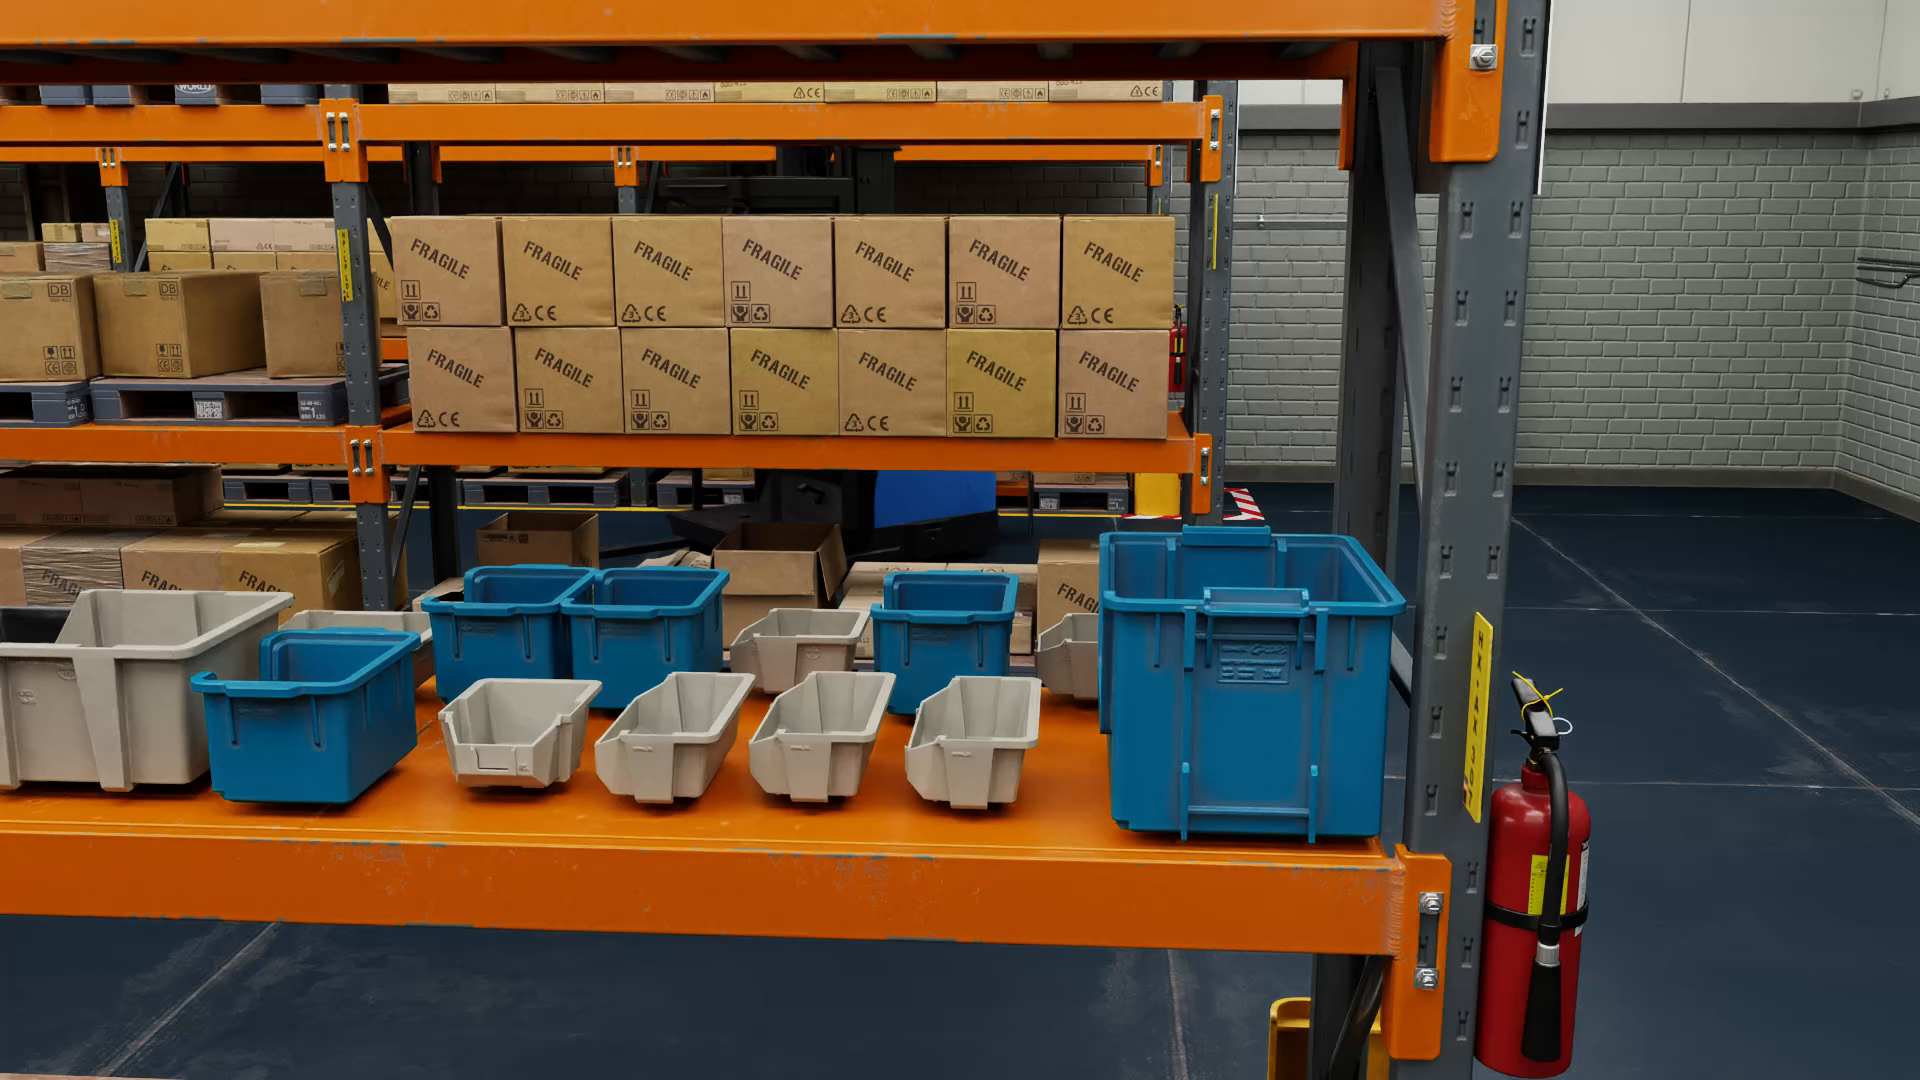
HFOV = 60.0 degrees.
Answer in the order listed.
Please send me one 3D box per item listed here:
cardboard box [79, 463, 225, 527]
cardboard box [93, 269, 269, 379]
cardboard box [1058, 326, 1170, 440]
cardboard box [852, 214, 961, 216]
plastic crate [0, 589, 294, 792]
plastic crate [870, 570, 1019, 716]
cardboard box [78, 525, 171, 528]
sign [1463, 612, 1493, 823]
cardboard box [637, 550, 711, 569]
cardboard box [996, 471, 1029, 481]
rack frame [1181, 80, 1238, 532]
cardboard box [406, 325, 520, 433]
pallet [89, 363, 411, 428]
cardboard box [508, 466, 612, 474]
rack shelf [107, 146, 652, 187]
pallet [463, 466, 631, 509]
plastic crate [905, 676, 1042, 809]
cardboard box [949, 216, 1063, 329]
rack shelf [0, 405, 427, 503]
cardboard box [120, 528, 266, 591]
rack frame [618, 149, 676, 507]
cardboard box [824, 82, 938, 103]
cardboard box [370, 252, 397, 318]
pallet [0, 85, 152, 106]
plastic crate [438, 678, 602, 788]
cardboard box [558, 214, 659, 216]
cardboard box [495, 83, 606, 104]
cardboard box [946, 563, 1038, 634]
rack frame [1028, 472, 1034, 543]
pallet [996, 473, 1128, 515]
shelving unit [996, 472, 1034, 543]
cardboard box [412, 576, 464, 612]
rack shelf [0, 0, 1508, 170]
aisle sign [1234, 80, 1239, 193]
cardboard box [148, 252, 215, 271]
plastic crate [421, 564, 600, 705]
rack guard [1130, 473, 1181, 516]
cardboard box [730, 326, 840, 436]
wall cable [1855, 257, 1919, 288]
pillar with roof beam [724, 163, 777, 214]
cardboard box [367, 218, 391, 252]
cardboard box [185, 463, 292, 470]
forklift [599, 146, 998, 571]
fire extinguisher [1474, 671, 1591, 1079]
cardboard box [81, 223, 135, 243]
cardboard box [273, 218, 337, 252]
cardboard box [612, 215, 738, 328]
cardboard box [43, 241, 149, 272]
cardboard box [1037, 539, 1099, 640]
[{"bbox_3d":[-4.266,-0.243,8.801,0.500,0.250,0.500,1,12,4],"label":"cardboard box"},{"bbox_3d":[-3.950,-1.117,8.511,0.500,0.500,0.700,3,12,13],"label":"cardboard box"},{"bbox_3d":[0.724,-0.758,7.823,0.500,0.500,0.500,1,12,5],"label":"cardboard box"},{"bbox_3d":[-0.257,-1.371,8.309,0.500,0.500,0.500,1,12,5],"label":"cardboard box"},{"bbox_3d":[-1.626,0.285,3.221,0.530,0.282,0.437,1,12,4],"label":"plastic crate"},{"bbox_3d":[-0.027,0.226,3.625,0.300,0.233,0.416,1,12,4],"label":"plastic crate"},{"bbox_3d":[-4.300,0.125,8.876,0.500,0.500,0.500,1,12,4],"label":"cardboard box"},{"bbox_3d":[0.833,0.286,2.678,0.005,0.325,0.100,1,12,4],"label":"sign"},{"bbox_3d":[-1.467,0.247,8.753,0.500,0.311,0.500,1,12,4],"label":"cardboard box"},{"bbox_3d":[0.312,-0.749,13.102,0.500,0.500,0.700,1,12,4],"label":"cardboard box"},{"bbox_3d":[1.189,-0.759,8.070,0.127,3.000,1.000,1,12,4],"label":"rack frame"},{"bbox_3d":[-2.312,-0.800,8.022,0.500,0.500,0.500,1,12,5],"label":"cardboard box"},{"bbox_3d":[-3.592,-0.753,8.510,1.213,0.211,1.003,1,12,4],"label":"pallet"},{"bbox_3d":[-3.132,-0.961,13.263,0.750,0.750,0.750,1,12,4],"label":"cardboard box"},{"bbox_3d":[-4.471,-2.969,13.067,4.000,0.370,1.077,1,12,4],"label":"rack shelf"},{"bbox_3d":[-3.250,-0.456,13.432,1.213,0.211,1.003,1,12,4],"label":"pallet"},{"bbox_3d":[0.028,0.378,3.130,0.243,0.136,0.396,1,12,4],"label":"plastic crate"},{"bbox_3d":[0.222,-1.254,7.750,0.500,0.500,0.500,1,12,5],"label":"cardboard box"},{"bbox_3d":[-4.798,-0.489,8.536,4.000,0.370,1.077,1,12,4],"label":"rack shelf"},{"bbox_3d":[-3.807,0.238,8.336,0.500,0.500,0.500,1,12,4],"label":"cardboard box"},{"bbox_3d":[-2.475,-1.826,13.170,0.127,3.000,1.000,1,12,4],"label":"rack frame"},{"bbox_3d":[-0.339,-2.120,7.618,0.500,0.250,0.500,1,12,4],"label":"cardboard box"},{"bbox_3d":[-4.462,-2.004,13.004,0.500,0.500,0.500,1,12,5],"label":"cardboard box"},{"bbox_3d":[-4.483,-2.227,8.220,1.003,0.211,1.213,1,12,4],"label":"pallet"},{"bbox_3d":[-0.836,0.372,3.159,0.250,0.136,0.298,1,12,4],"label":"plastic crate"},{"bbox_3d":[-1.769,-1.392,8.408,0.500,0.500,0.500,1,12,3],"label":"cardboard box"},{"bbox_3d":[-1.835,-2.144,7.730,0.500,0.250,0.500,1,12,4],"label":"cardboard box"},{"bbox_3d":[0.166,0.299,8.652,0.500,0.250,0.500,1,12,4],"label":"cardboard box"},{"bbox_3d":[0.500,-0.589,11.655,0.015,1.200,0.240,2,12,8],"label":"rack frame"},{"bbox_3d":[0.713,-0.401,13.170,1.213,0.211,1.003,1,12,4],"label":"pallet"},{"bbox_3d":[0.258,-0.596,11.687,0.503,1.200,0.258,2,12,8],"label":"shelving unit"},{"bbox_3d":[-2.398,0.337,8.323,0.500,0.311,0.500,1,12,4],"label":"cardboard box"},{"bbox_3d":[-1.142,-0.891,3.130,4.000,0.370,1.077,1,12,4],"label":"rack shelf"},{"bbox_3d":[1.236,-1.968,7.500,0.004,0.787,0.394,1,12,4],"label":"aisle sign"},{"bbox_3d":[-5.999,-2.026,13.107,0.500,0.500,0.500,1,12,5],"label":"cardboard box"},{"bbox_3d":[-0.984,0.213,3.687,0.300,0.233,0.416,1,12,4],"label":"plastic crate"},{"bbox_3d":[1.540,-0.547,13.163,0.348,0.500,1.175,1,12,4],"label":"rack guard"},{"bbox_3d":[-0.794,-0.780,7.925,0.500,0.500,0.500,1,12,3],"label":"cardboard box"},{"bbox_3d":[7.135,-3.037,11.893,0.112,2.526,3.097,1,12,4],"label":"wall cable"},{"bbox_3d":[-2.006,-4.050,9.150,0.400,9.000,9.100,1,12,4],"label":"pillar with roof beam"},{"bbox_3d":[-4.485,-2.374,12.940,0.500,0.250,0.500,1,12,3],"label":"cardboard box"},{"bbox_3d":[-5.741,-0.997,13.433,0.750,0.750,0.750,1,12,3],"label":"cardboard box"},{"bbox_3d":[-1.218,-1.234,10.507,3.031,2.935,1.130,-9,15,-37],"label":"forklift"},{"bbox_3d":[0.974,0.568,2.825,0.183,0.674,0.296,1,12,4],"label":"fire extinguisher"},{"bbox_3d":[-6.812,-2.461,13.303,0.250,0.149,0.380,-1,12,-4],"label":"cardboard box"},{"bbox_3d":[-4.995,-2.380,12.967,0.500,0.250,0.500,1,12,4],"label":"cardboard box"},{"bbox_3d":[-1.323,-1.274,7.846,0.500,0.500,0.500,0,12,2],"label":"cardboard box"},{"bbox_3d":[-6.936,-2.149,13.397,0.500,0.500,0.700,-1,12,-3],"label":"cardboard box"},{"bbox_3d":[0.630,0.292,8.076,0.500,0.500,0.500,1,12,4],"label":"cardboard box"}]
